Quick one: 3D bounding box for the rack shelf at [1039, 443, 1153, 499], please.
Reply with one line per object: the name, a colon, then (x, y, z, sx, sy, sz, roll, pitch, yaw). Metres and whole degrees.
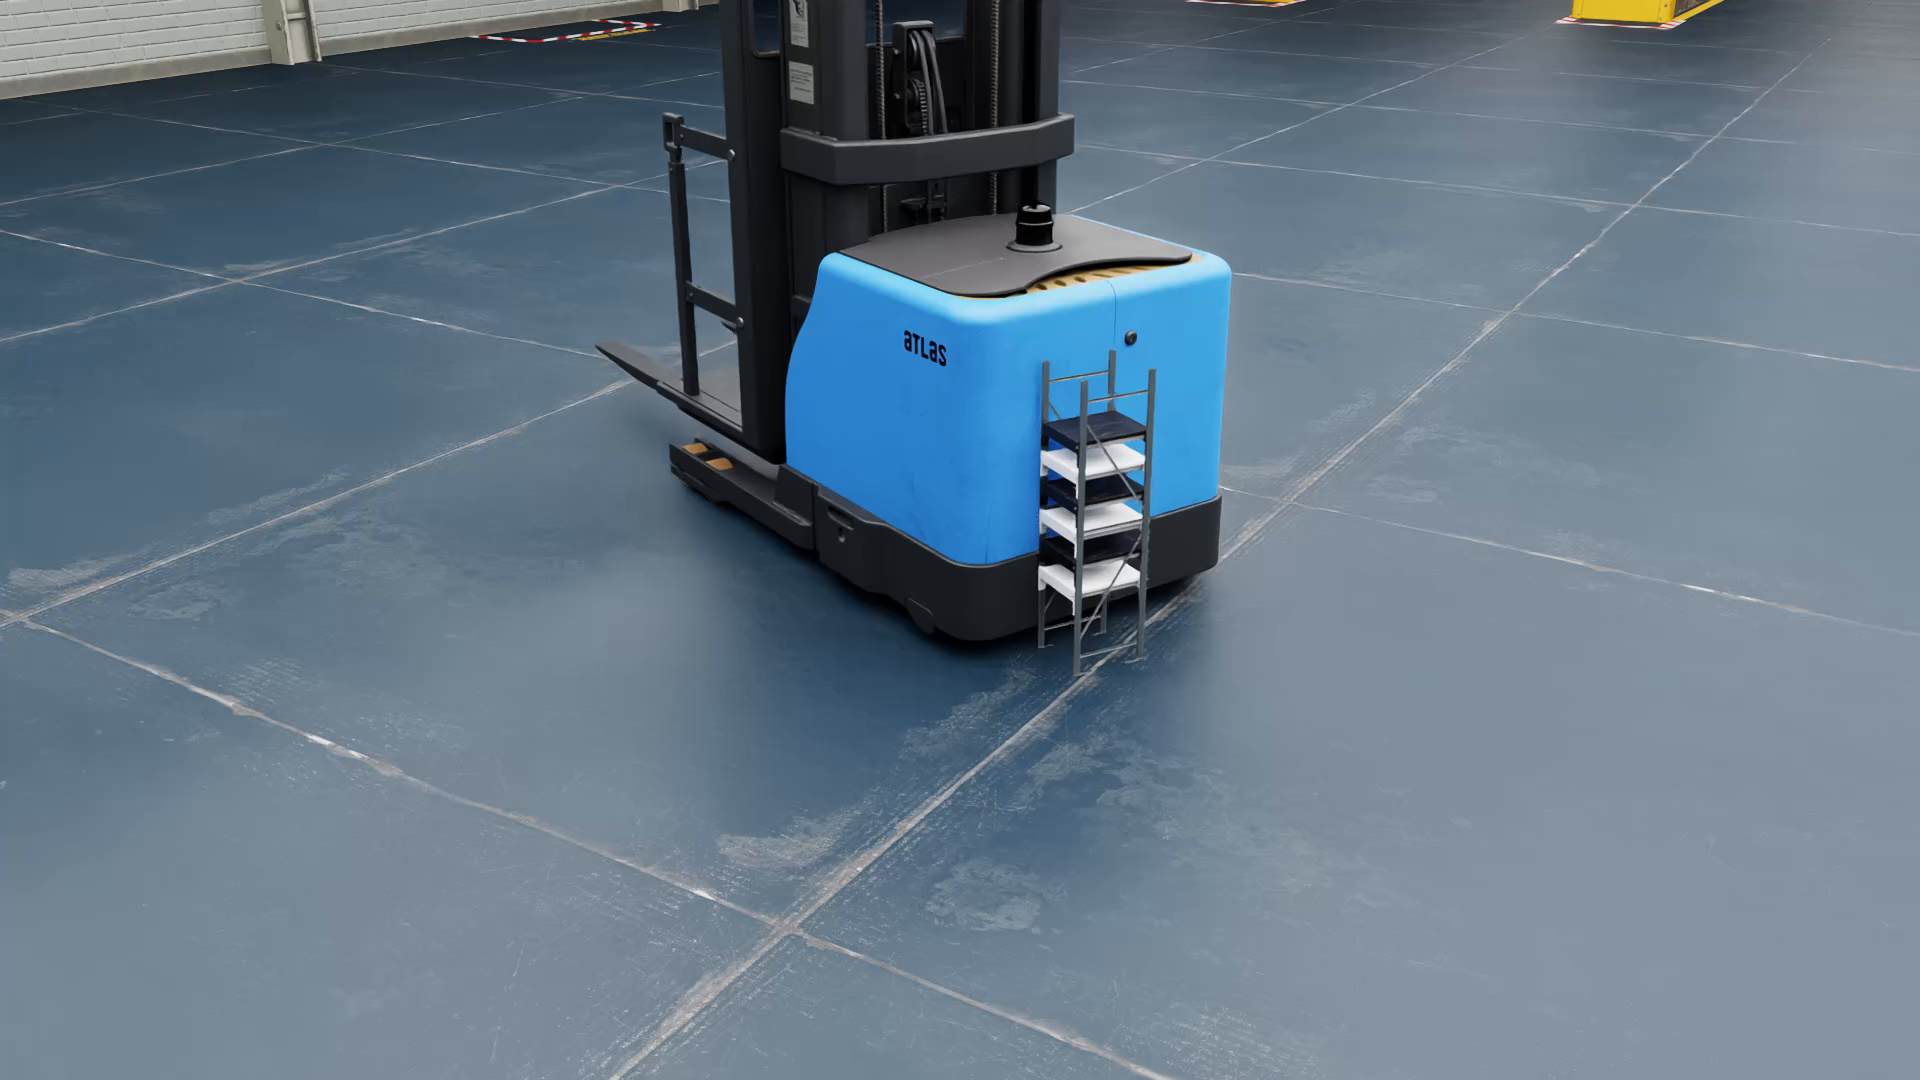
rack shelf: (0.386, -0.207, 4.725, 0.258, 0.077, 0.200, -12, 26, -25)

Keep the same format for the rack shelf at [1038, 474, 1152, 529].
rack shelf: (0.386, -0.124, 4.761, 0.258, 0.077, 0.200, -12, 26, -25)

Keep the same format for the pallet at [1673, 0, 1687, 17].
pallet: (8.710, -6.889, 21.398, 1.003, 0.211, 1.213, 14, 27, 29)

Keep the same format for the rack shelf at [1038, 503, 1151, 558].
rack shelf: (0.386, -0.042, 4.796, 0.258, 0.077, 0.200, -12, 26, -25)

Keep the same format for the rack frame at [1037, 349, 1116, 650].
rack frame: (0.339, -0.108, 4.866, 0.240, 0.900, 0.006, -12, 26, -25)

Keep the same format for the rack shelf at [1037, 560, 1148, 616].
rack shelf: (0.386, 0.124, 4.868, 0.258, 0.077, 0.200, -12, 26, -25)

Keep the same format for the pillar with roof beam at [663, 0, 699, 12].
pillar with roof beam: (-0.013, -10.180, 17.938, 9.100, 9.000, 0.400, 14, 27, 29)

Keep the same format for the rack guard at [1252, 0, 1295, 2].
rack guard: (4.058, -7.744, 23.010, 1.175, 0.500, 0.348, 14, 27, 29)

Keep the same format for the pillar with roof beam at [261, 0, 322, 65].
pillar with roof beam: (-3.178, -8.155, 13.260, 9.100, 9.000, 0.400, 14, 27, 29)

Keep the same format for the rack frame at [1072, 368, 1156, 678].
rack frame: (0.433, -0.037, 4.700, 0.240, 0.900, 0.006, -12, 26, -25)

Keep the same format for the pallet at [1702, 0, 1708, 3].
pallet: (9.997, -7.713, 23.300, 1.003, 0.211, 1.213, 14, 27, 29)

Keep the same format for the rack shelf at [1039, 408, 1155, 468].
rack shelf: (0.385, -0.290, 4.690, 0.258, 0.077, 0.200, -12, 26, -25)

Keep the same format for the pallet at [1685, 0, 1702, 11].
pallet: (9.354, -7.299, 22.345, 1.003, 0.211, 1.213, 14, 27, 29)

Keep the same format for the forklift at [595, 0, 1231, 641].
forklift: (-0.423, -1.576, 5.701, 1.130, 2.935, 3.031, -16, 28, -32)

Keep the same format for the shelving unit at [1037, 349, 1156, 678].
shelving unit: (0.386, -0.072, 4.783, 0.258, 0.900, 0.210, -12, 26, -25)

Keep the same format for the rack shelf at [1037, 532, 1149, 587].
rack shelf: (0.386, 0.041, 4.832, 0.258, 0.077, 0.200, -12, 26, -25)

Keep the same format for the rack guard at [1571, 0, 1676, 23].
rack guard: (8.277, -6.749, 20.710, 1.175, 0.500, 0.348, 14, 27, 29)
